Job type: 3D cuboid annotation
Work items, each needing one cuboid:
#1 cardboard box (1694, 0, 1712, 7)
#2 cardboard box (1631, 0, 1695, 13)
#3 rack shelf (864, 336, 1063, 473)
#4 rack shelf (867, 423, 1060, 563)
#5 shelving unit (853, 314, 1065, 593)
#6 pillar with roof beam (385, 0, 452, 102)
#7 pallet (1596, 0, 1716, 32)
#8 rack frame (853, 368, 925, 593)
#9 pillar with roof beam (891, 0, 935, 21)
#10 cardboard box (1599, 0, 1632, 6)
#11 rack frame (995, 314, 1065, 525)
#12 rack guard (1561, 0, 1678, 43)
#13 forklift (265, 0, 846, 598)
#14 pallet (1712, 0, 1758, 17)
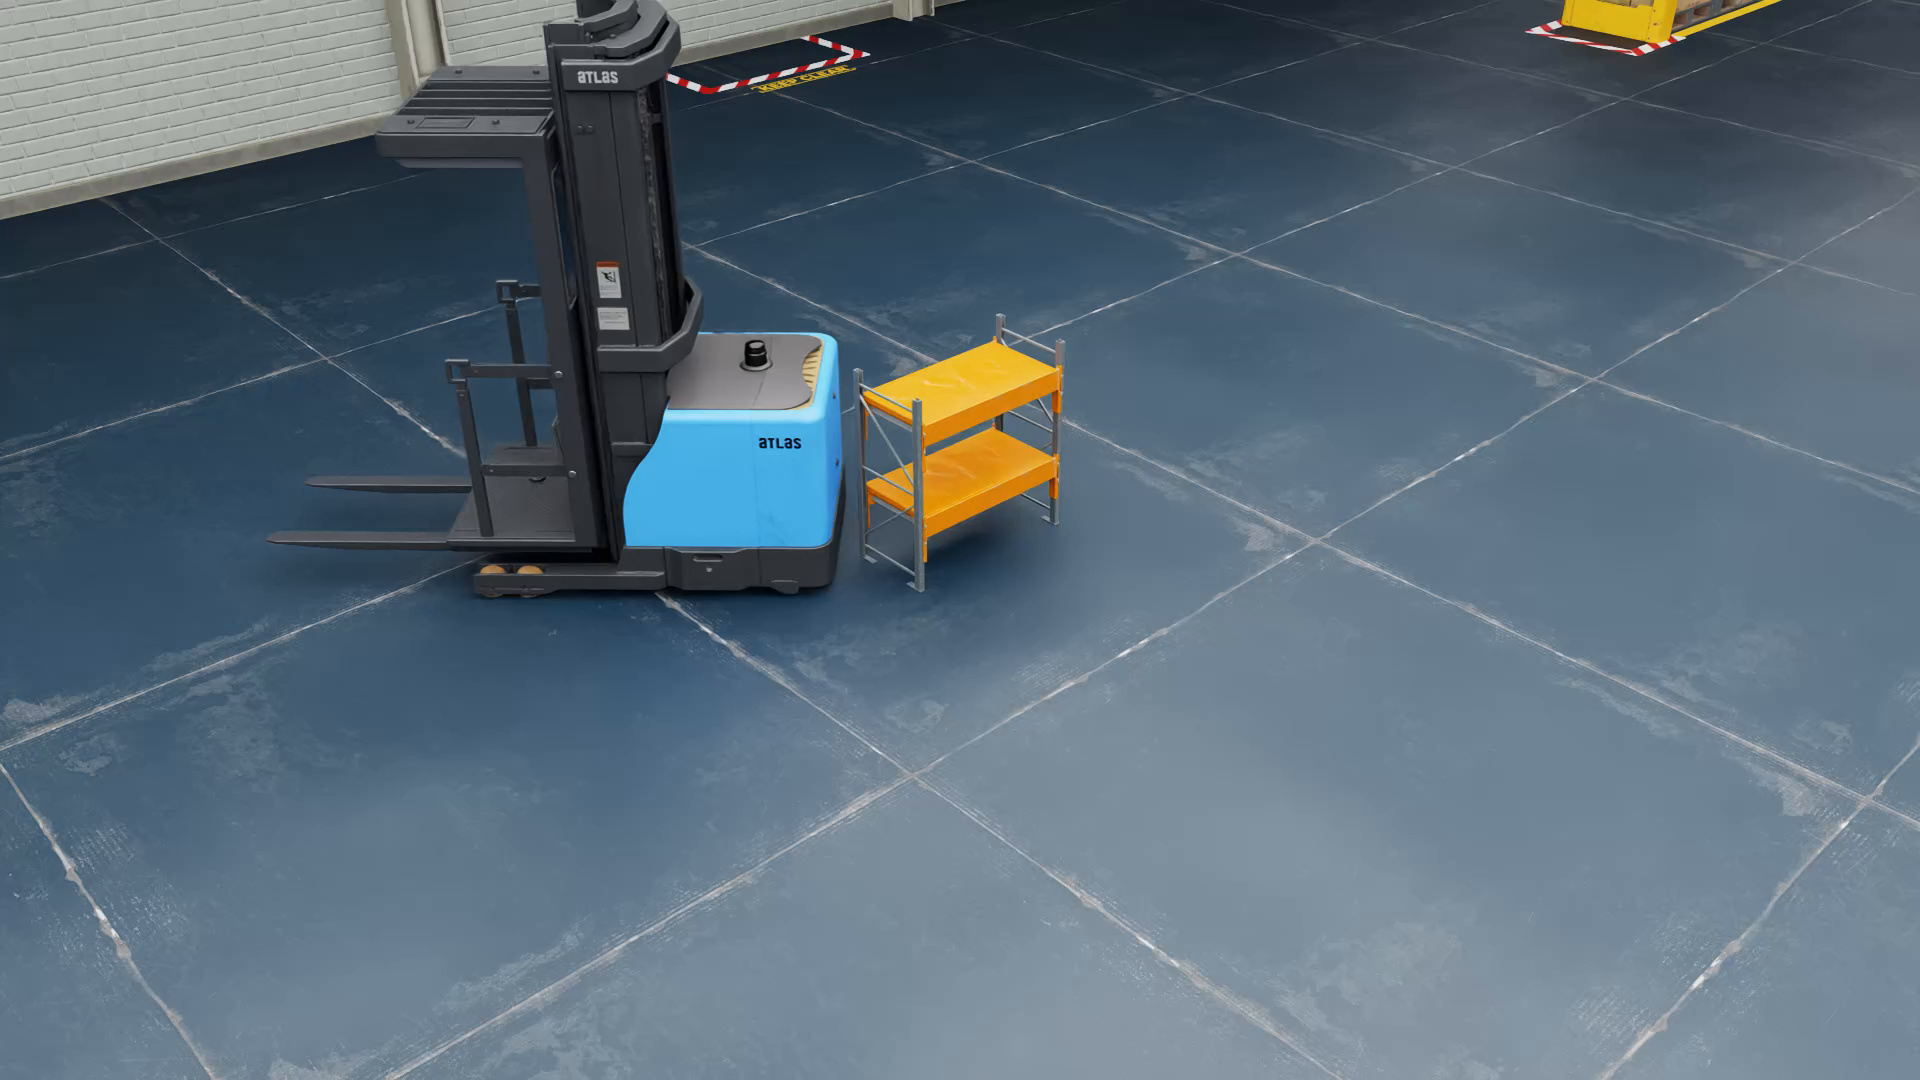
[{"bbox_3d":[8.216,-6.248,18.826,0.500,0.250,0.500,-26,40,-35],"label":"cardboard box"},{"bbox_3d":[7.852,-6.070,18.534,0.500,0.250,0.500,-26,40,-35],"label":"cardboard box"},{"bbox_3d":[0.005,-0.732,8.808,1.000,0.278,0.538,-26,40,-35],"label":"rack shelf"},{"bbox_3d":[0.005,-0.274,9.088,1.000,0.278,0.538,-26,40,-35],"label":"rack shelf"},{"bbox_3d":[0.005,-0.482,8.960,1.048,1.125,0.538,-26,40,-35],"label":"shelving unit"},{"bbox_3d":[-2.010,-6.087,10.579,0.400,9.000,9.100,-26,40,-35],"label":"pillar with roof beam"},{"bbox_3d":[7.840,-6.056,18.951,1.213,0.211,1.003,-26,40,-35],"label":"pallet"},{"bbox_3d":[-0.368,-0.302,8.666,0.032,1.125,0.500,-26,40,-35],"label":"rack frame"},{"bbox_3d":[2.389,-8.216,14.059,0.400,9.000,9.100,-26,40,-35],"label":"pillar with roof beam"},{"bbox_3d":[7.500,-6.268,18.858,0.500,0.250,0.500,-26,40,-35],"label":"cardboard box"},{"bbox_3d":[0.378,-0.663,9.255,0.032,1.125,0.500,-26,40,-35],"label":"rack frame"},{"bbox_3d":[7.290,-5.883,18.392,0.348,0.500,1.175,-26,40,-35],"label":"rack guard"},{"bbox_3d":[-2.172,-1.223,8.440,3.031,2.935,1.130,0,31,1],"label":"forklift"},{"bbox_3d":[8.734,-6.487,19.655,1.213,0.211,1.003,-26,40,-35],"label":"pallet"}]
